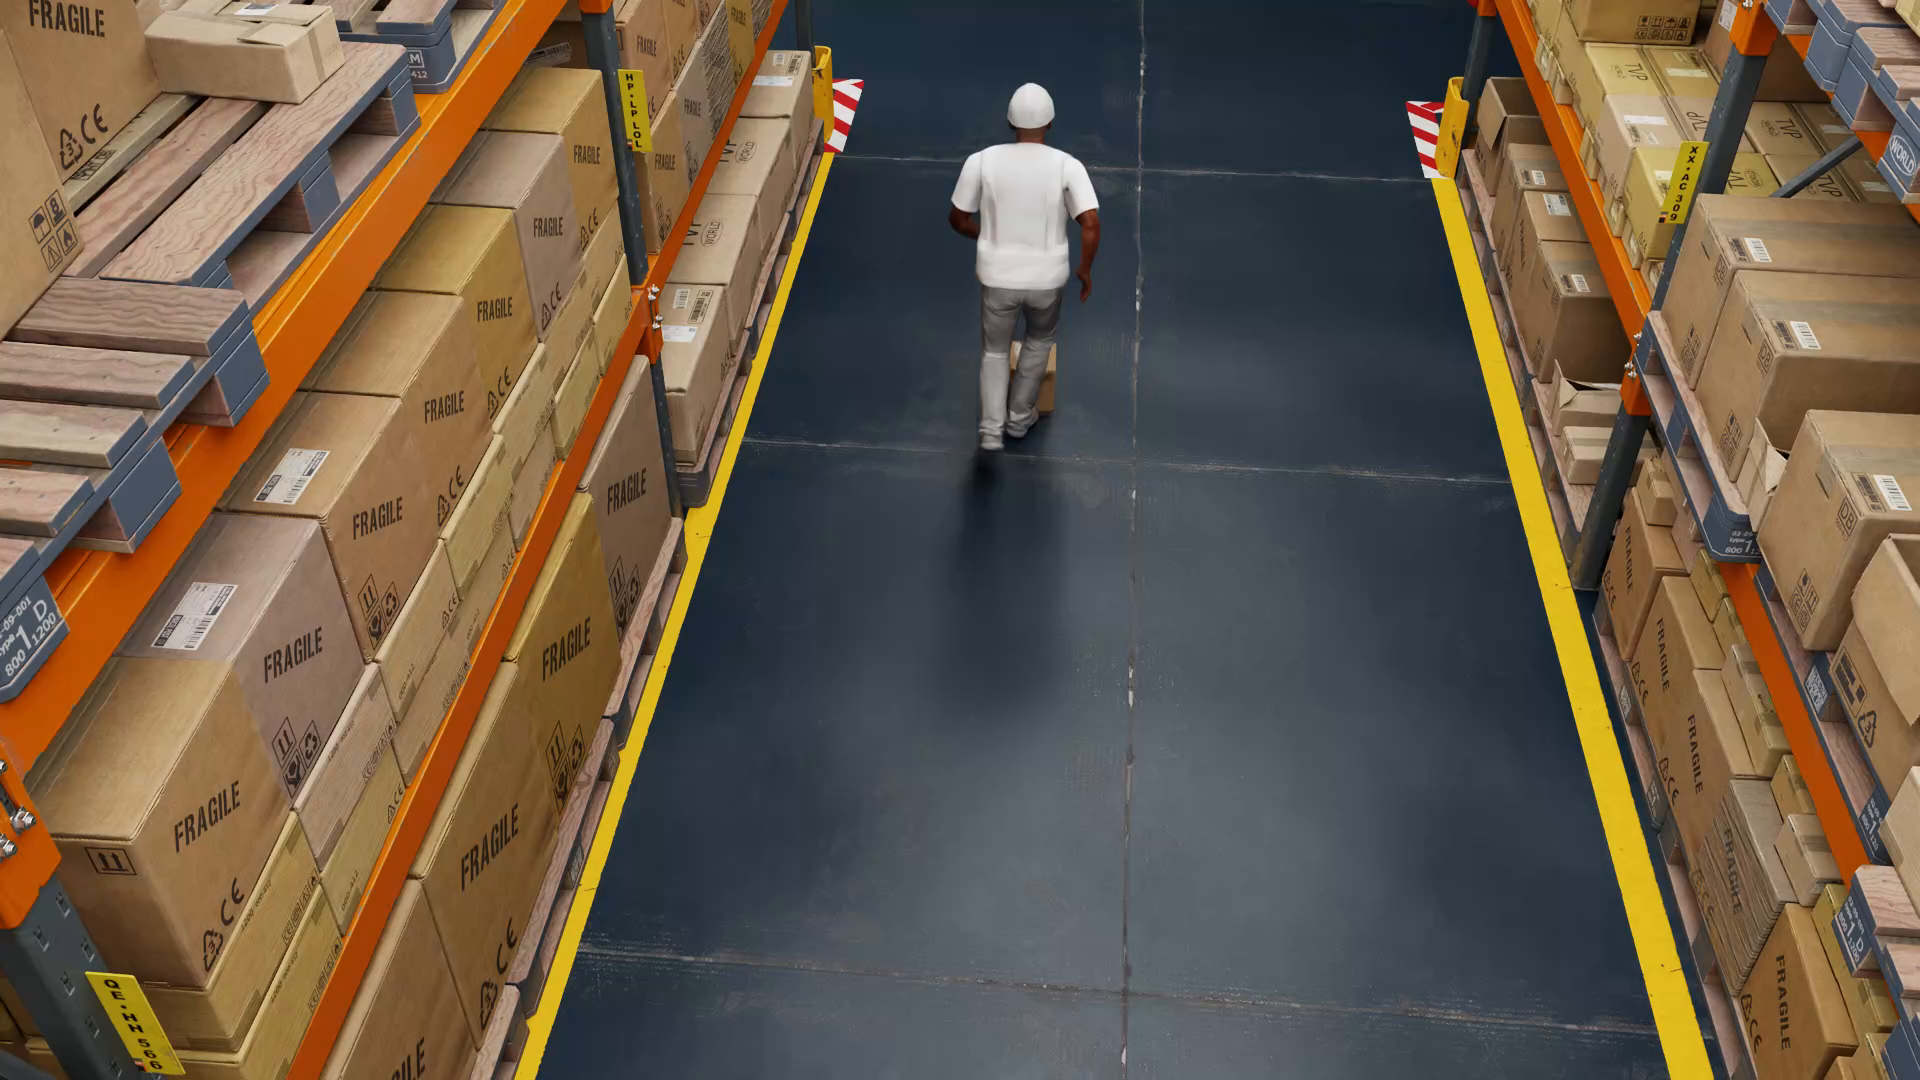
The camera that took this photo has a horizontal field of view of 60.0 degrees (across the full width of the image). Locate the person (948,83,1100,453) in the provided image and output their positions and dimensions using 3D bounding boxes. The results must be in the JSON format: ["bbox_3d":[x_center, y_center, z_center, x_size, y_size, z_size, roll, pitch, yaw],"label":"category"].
[{"bbox_3d":[0.280,-1.160,7.587,0.685,1.696,0.849,3,40,3],"label":"person"}]
